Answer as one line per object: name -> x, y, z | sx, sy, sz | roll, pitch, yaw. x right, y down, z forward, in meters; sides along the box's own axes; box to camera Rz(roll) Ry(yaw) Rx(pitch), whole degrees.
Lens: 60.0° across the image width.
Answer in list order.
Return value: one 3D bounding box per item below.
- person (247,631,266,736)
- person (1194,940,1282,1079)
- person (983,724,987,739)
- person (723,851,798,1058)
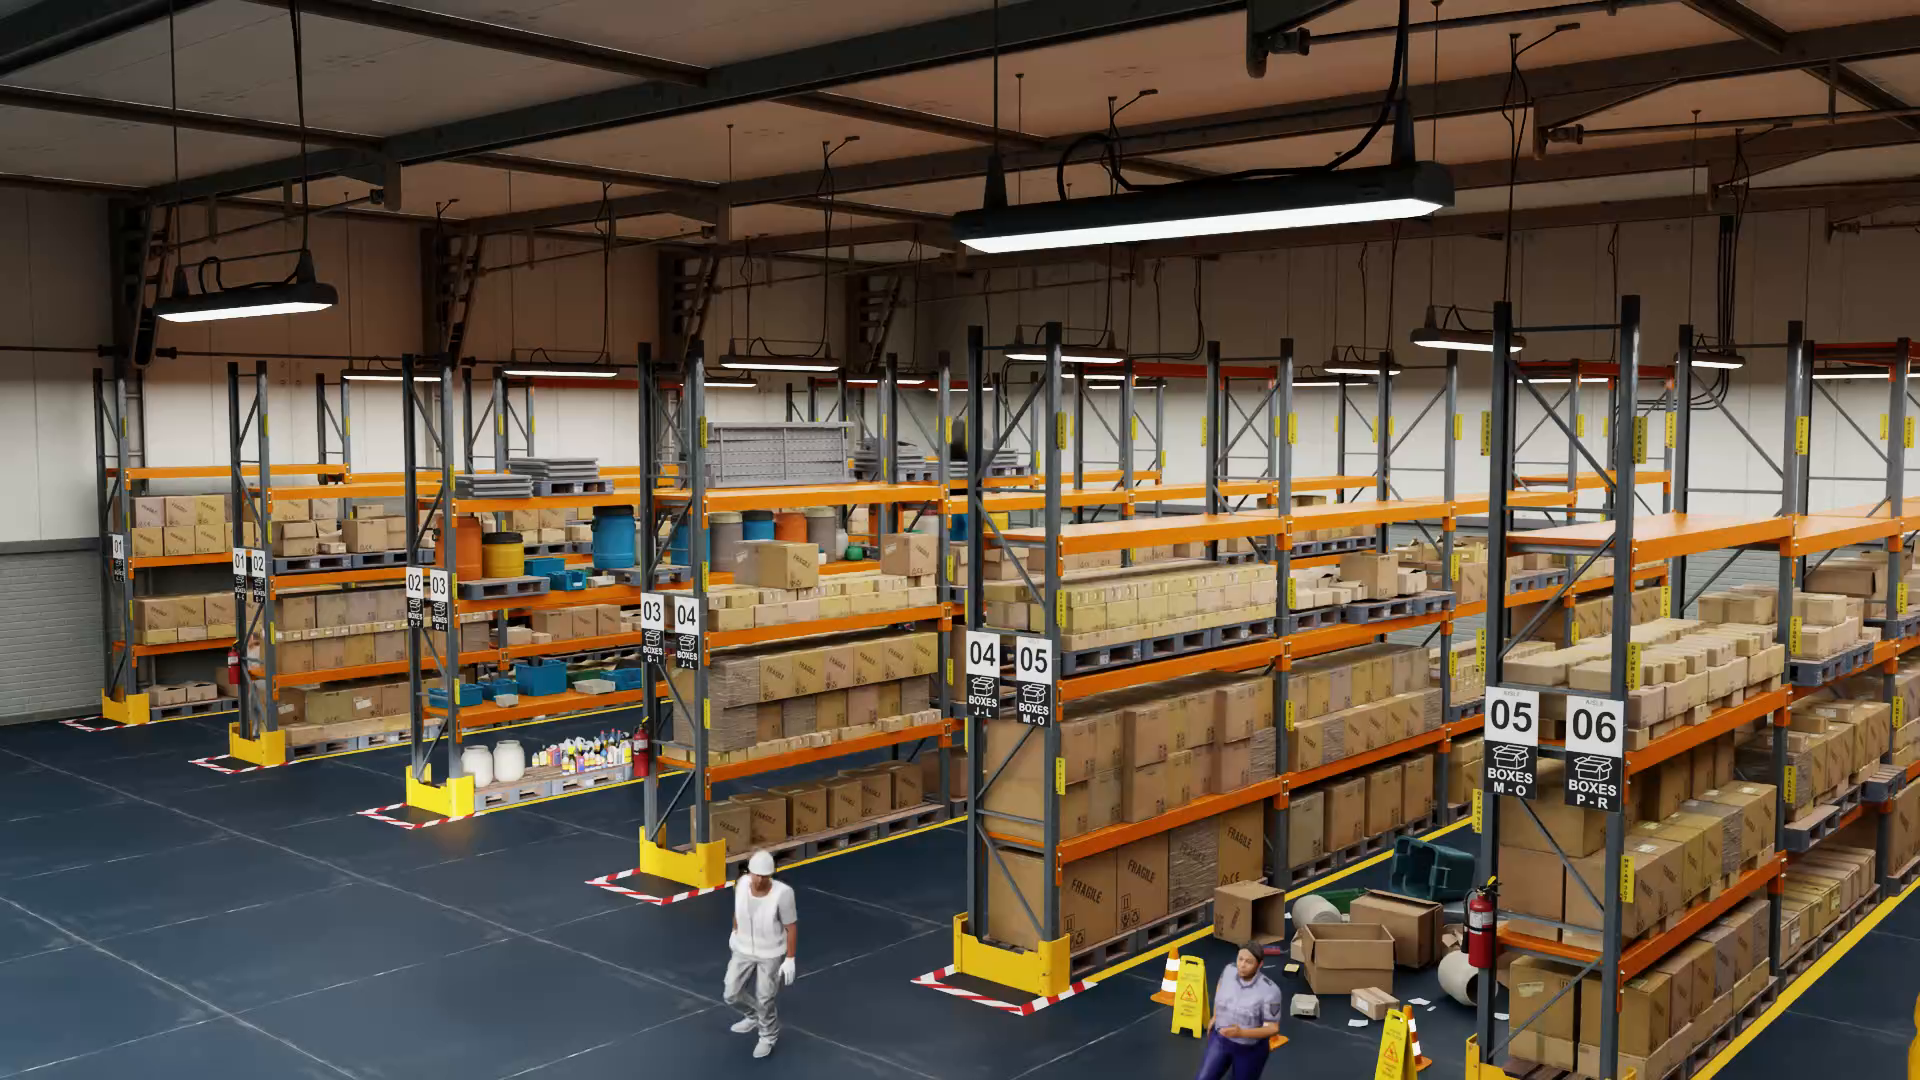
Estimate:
person -> -11.577, 2.338, 27.264 | 0.662, 1.717, 0.714 | 0, 4, 4
person -> 1.896, 3.498, 11.470 | 0.725, 1.602, 0.780 | 3, 5, 31
person -> 0.469, 2.283, 25.362 | 1.150, 1.634, 0.667 | -3, 5, -31
person -> -1.599, 3.315, 13.389 | 0.710, 1.735, 0.628 | 1, 4, 17
